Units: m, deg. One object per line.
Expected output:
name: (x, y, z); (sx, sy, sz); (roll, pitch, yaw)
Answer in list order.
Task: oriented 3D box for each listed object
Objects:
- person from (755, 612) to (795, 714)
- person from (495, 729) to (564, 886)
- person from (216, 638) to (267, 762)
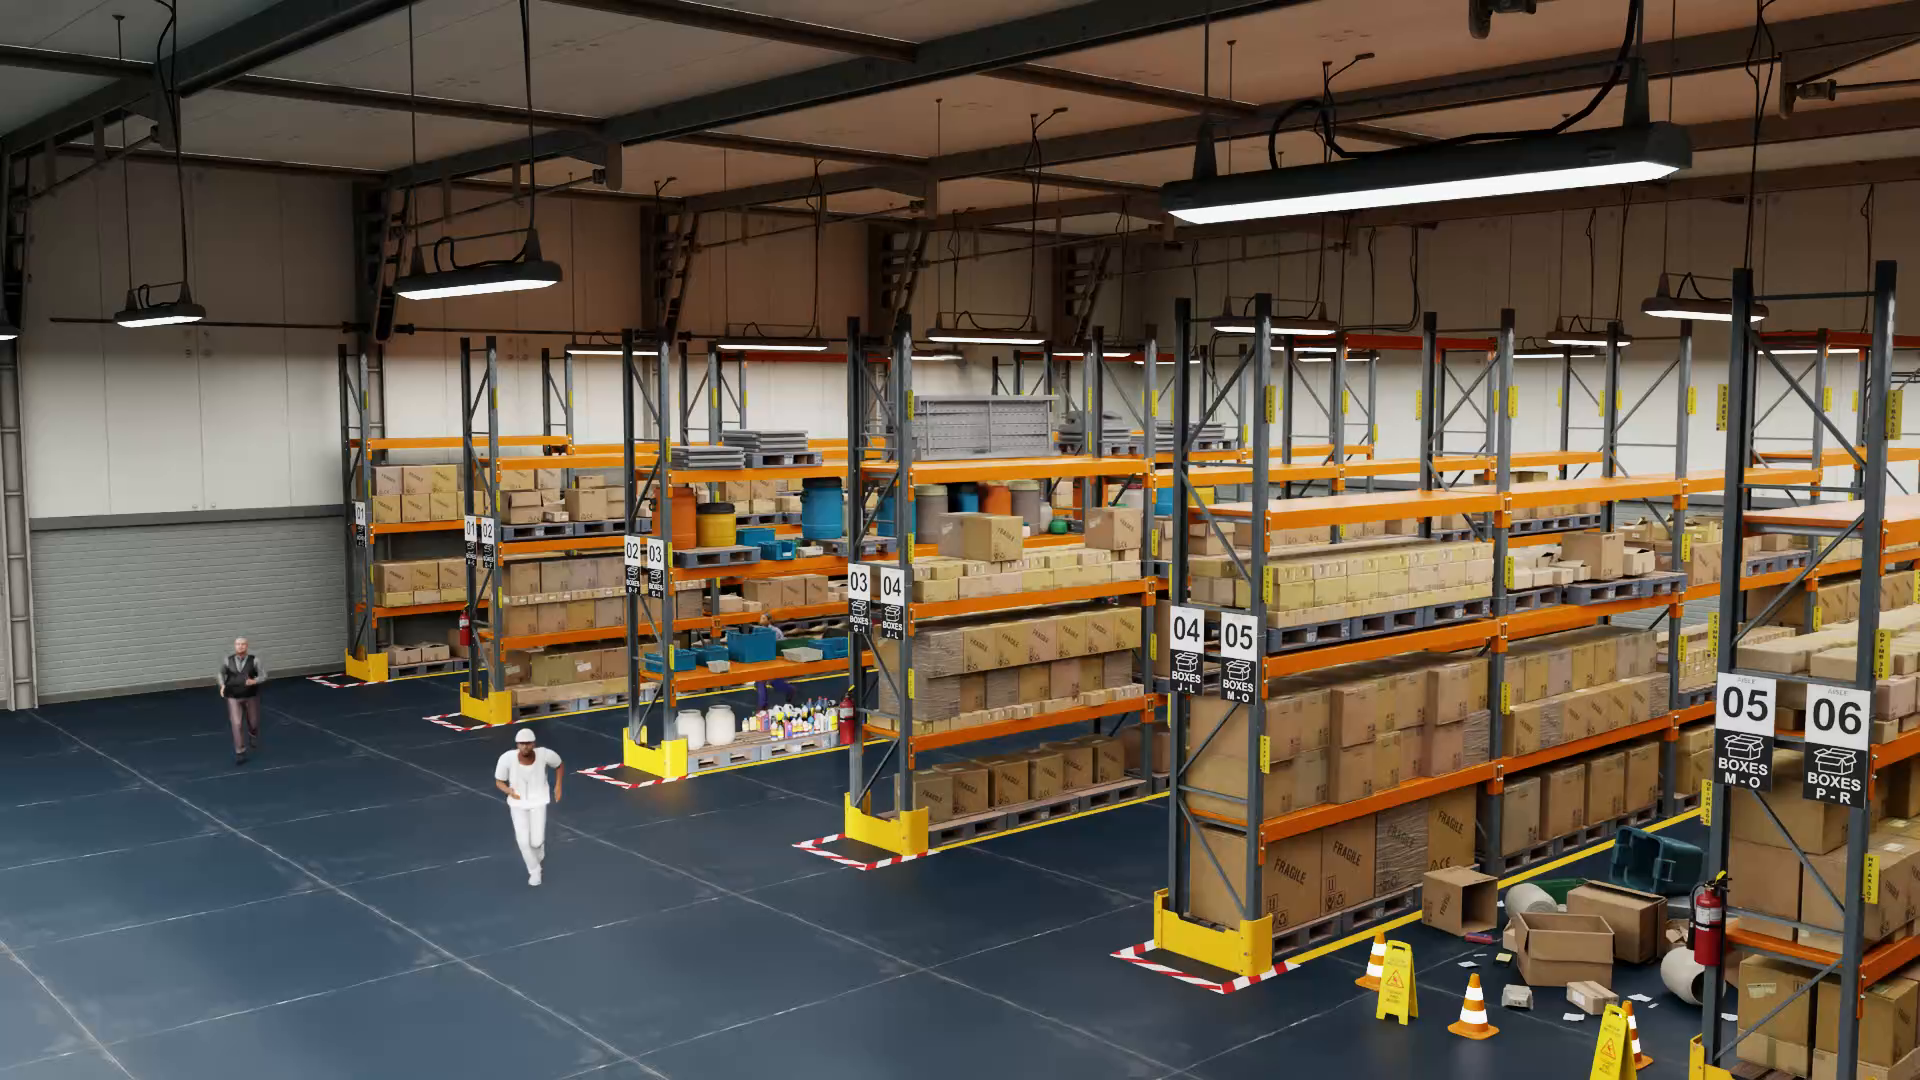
person: (-3.036, 1.971, 26.807); (0.630, 1.639, 0.895); (4, 7, 40)
person: (-4.494, 2.779, 17.375); (0.676, 1.696, 0.710); (-1, 5, -8)
person: (-10.098, 2.224, 23.404); (0.669, 1.694, 0.875); (-2, 5, -20)
